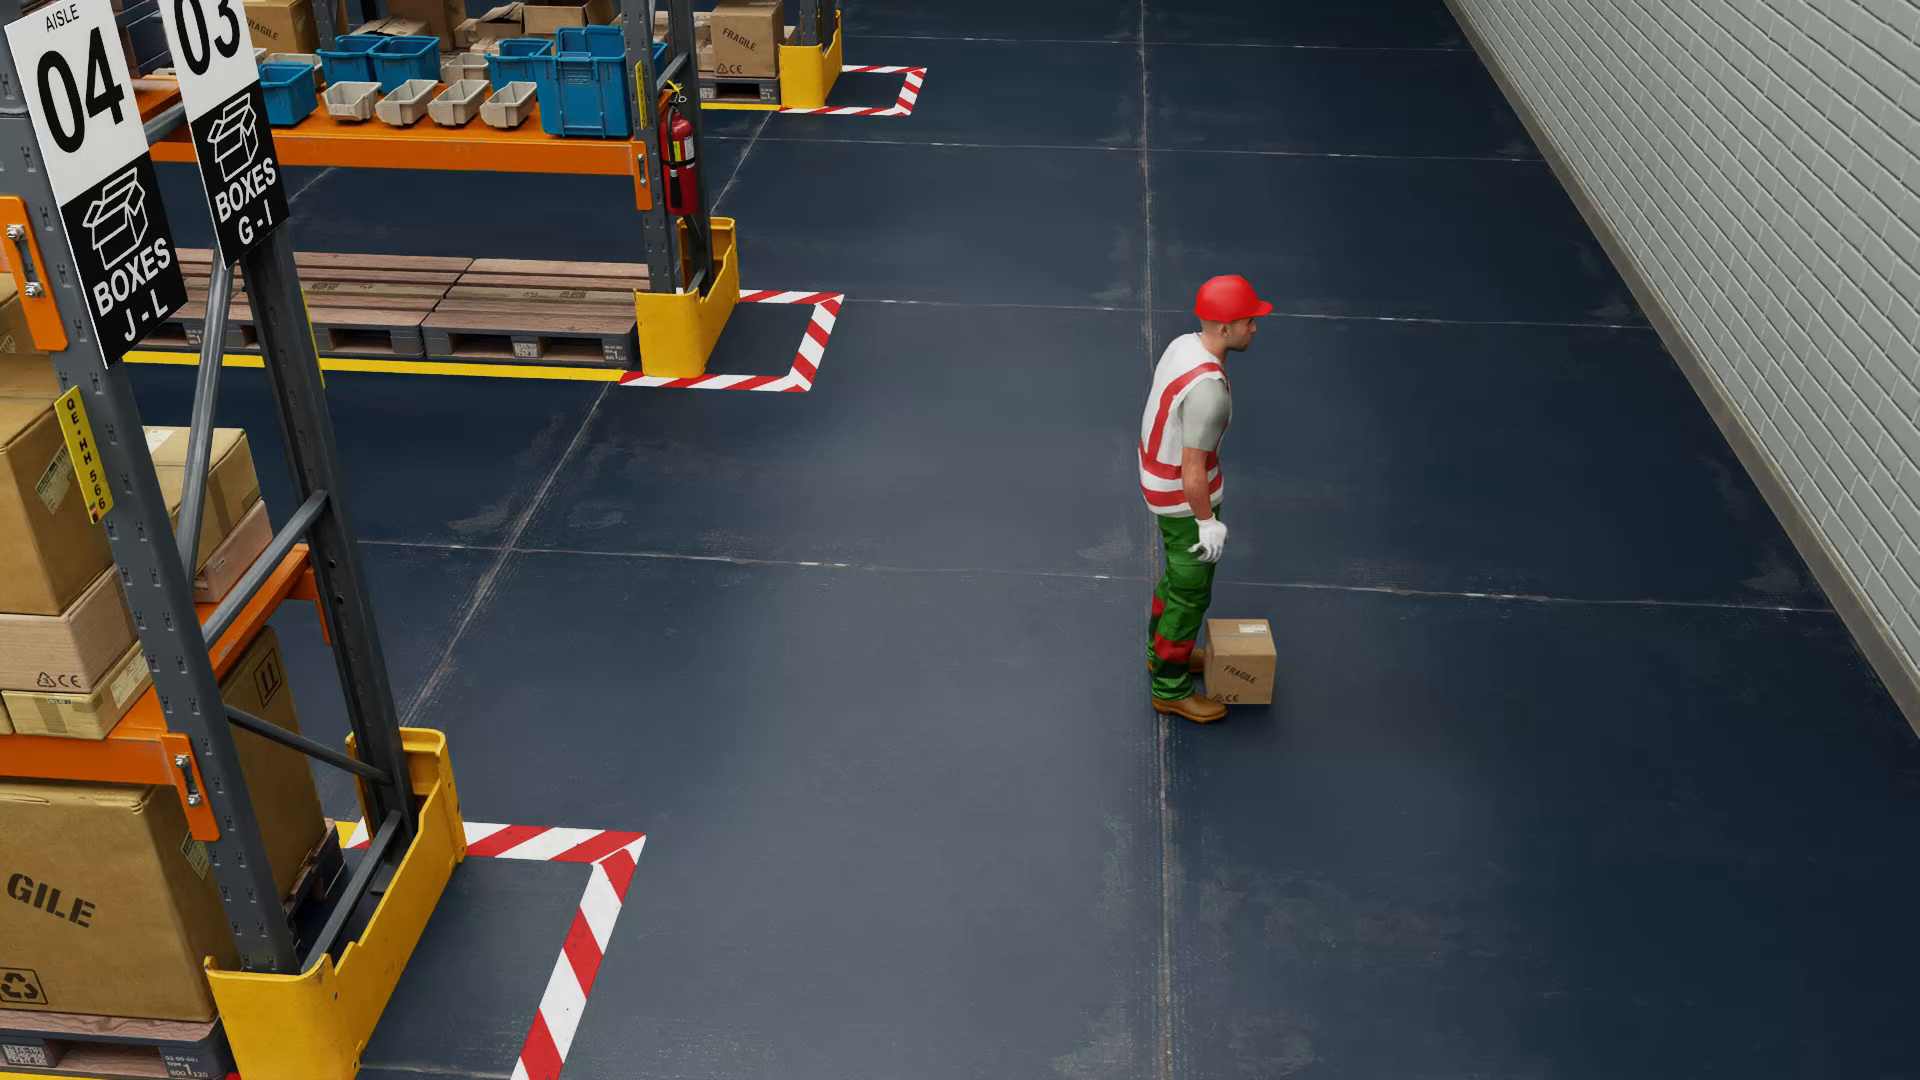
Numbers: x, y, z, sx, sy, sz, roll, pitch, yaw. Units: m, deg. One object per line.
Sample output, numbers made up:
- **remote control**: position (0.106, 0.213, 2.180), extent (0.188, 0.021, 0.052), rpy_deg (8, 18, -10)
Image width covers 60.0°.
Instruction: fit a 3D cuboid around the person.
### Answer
- **person**: position (0.908, -0.174, 6.402), extent (0.445, 1.781, 0.622), rpy_deg (1, 32, 2)
